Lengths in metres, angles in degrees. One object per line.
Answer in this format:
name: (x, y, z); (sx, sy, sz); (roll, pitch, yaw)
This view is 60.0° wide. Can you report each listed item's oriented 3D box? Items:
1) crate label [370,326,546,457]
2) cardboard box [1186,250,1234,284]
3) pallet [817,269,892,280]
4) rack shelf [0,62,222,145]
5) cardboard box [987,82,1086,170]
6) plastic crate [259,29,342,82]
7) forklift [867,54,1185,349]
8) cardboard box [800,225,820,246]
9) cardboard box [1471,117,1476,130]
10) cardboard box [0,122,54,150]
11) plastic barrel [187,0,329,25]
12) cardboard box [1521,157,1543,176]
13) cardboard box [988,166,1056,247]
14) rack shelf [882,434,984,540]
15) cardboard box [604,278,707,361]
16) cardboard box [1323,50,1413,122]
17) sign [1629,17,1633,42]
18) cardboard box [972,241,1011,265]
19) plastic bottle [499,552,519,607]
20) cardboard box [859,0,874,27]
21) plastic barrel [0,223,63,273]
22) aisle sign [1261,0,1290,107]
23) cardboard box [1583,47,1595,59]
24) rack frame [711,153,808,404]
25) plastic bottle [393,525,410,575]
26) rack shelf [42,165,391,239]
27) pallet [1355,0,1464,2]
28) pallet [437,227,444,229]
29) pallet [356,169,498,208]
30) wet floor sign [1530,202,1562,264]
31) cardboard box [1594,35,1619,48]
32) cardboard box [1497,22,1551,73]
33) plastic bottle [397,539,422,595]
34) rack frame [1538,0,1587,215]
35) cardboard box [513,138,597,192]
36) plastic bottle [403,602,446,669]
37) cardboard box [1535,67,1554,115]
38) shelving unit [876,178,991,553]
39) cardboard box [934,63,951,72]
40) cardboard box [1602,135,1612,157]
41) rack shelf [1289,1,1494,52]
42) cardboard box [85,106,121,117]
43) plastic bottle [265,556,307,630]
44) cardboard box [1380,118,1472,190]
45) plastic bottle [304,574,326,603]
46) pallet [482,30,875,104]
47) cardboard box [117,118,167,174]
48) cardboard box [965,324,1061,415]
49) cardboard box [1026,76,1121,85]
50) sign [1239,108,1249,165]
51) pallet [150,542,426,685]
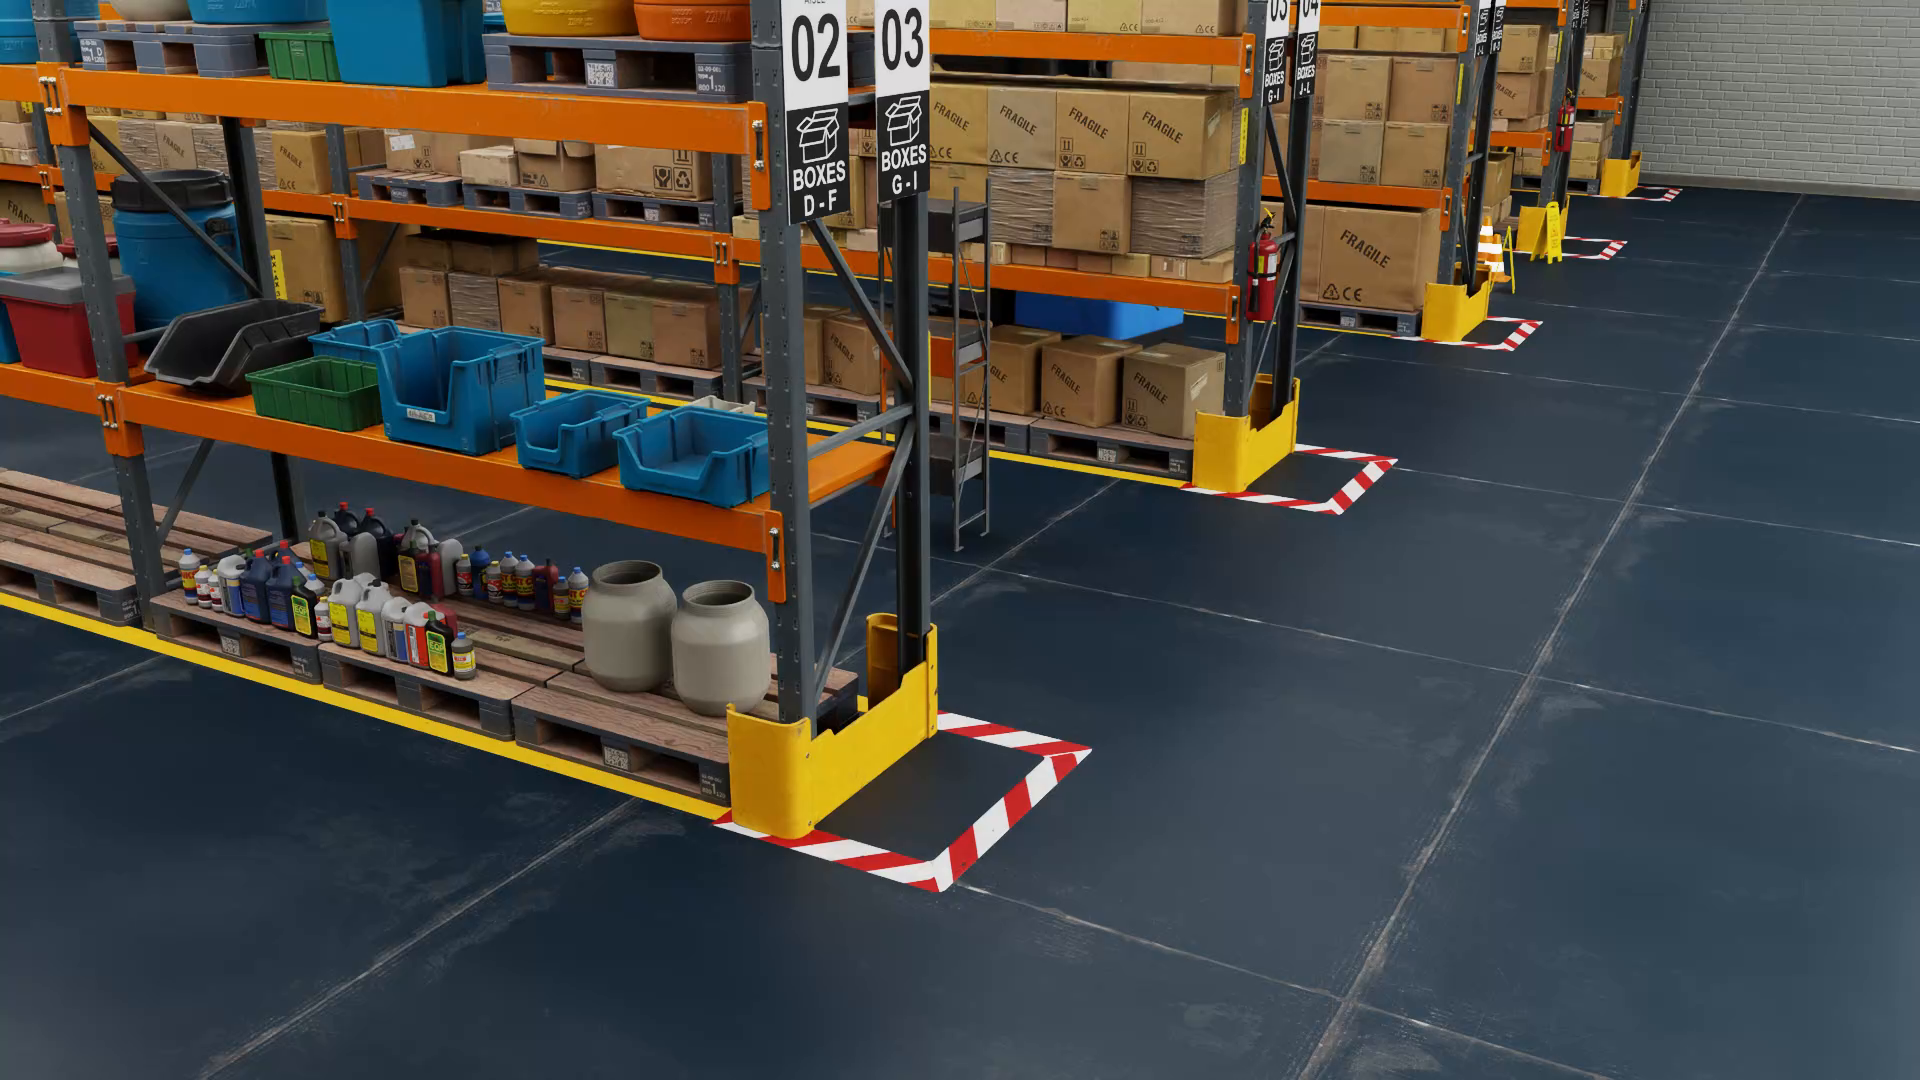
crate label: (-2.162, -0.660, 7.234); (0.616, 0.435, 0.502); (11, 23, 27)
cardboard box: (1.642, -1.760, 10.687); (0.250, 0.149, 0.380); (11, 23, 27)
pallet: (-0.773, -3.015, 17.867); (1.213, 0.211, 1.003); (11, 23, 27)
rack shelf: (-5.662, -2.488, 8.980); (4.000, 0.370, 1.077); (11, 23, 27)
cardboard box: (0.517, -2.733, 10.950); (0.500, 0.500, 0.500); (11, 23, 27)
plastic crate: (-2.671, -2.050, 7.030); (0.450, 0.188, 0.336); (11, 23, 27)
forklift: (0.459, -3.138, 14.218); (3.031, 2.935, 1.130); (17, 26, 39)
cardboard box: (-1.016, -2.235, 11.997); (0.250, 0.149, 0.380); (11, 23, 27)
cardboard box: (5.905, -4.781, 19.015); (0.250, 0.149, 0.380); (10, 22, 26)
cardboard box: (-8.998, -3.953, 16.147); (0.500, 0.250, 0.500); (10, 22, 26)
plastic barrel: (-3.099, -2.729, 7.239); (0.708, 0.901, 0.600); (11, 23, 27)
cardboard box: (8.248, -5.295, 23.481); (0.500, 0.250, 0.500); (11, 23, 27)
cardboard box: (0.615, -2.322, 11.286); (0.500, 0.500, 0.875); (11, 23, 27)
rack shelf: (-0.145, -0.344, 9.826); (0.480, 0.518, 0.431); (11, 23, 27)
cardboard box: (-2.433, -1.783, 13.402); (0.500, 0.500, 0.700); (11, 22, 27)
cardboard box: (3.669, -4.068, 14.876); (0.550, 0.550, 0.875); (11, 23, 27)
sign: (8.965, -6.817, 22.215); (0.005, 0.325, 0.100); (11, 23, 27)
cardboard box: (0.282, -1.978, 11.289); (0.250, 0.149, 0.380); (11, 23, 27)
plastic bottle: (-2.241, 0.190, 8.299); (0.097, 0.271, 0.097); (0, 20, 0)
cardboard box: (-0.339, -3.574, 11.140); (0.500, 0.250, 0.500); (10, 22, 25)
plastic barrel: (-5.285, -1.493, 9.384); (0.433, 0.535, 0.433); (0, 20, 0)
aisle sign: (1.900, -3.015, 9.965); (0.004, 0.787, 0.394); (11, 23, 27)
cardboard box: (8.565, -6.681, 22.786); (0.250, 0.149, 0.380); (11, 23, 28)
rack frame: (-1.500, -2.558, 12.517); (0.127, 3.000, 1.000); (11, 23, 27)
plastic bottle: (-2.883, 0.055, 8.653); (0.133, 0.283, 0.061); (13, 23, 31)
rack shelf: (-6.738, -3.217, 15.390); (4.000, 0.370, 1.077); (11, 23, 27)
pallet: (3.846, -4.841, 14.543); (1.213, 0.211, 1.003); (11, 23, 27)
pallet: (-6.581, -4.138, 20.963); (1.213, 0.211, 1.003); (11, 23, 27)
pallet: (-4.318, -3.046, 14.144); (1.003, 0.211, 1.213); (11, 23, 27)
wet floor sign: (6.469, -3.386, 18.253); (0.267, 0.644, 0.232); (-16, 26, -38)
cardboard box: (8.827, -6.810, 22.705); (0.250, 0.149, 0.380); (11, 23, 27)
cardboard box: (6.272, -5.519, 18.633); (0.500, 0.500, 0.700); (10, 22, 26)
plastic bottle: (-2.791, 0.129, 8.450); (0.133, 0.283, 0.061); (11, 23, 27)
rack frame: (6.825, -4.843, 18.816); (0.127, 3.000, 1.000); (11, 23, 27)
cardboard box: (-3.059, -3.064, 13.147); (0.637, 0.503, 0.797); (13, 24, 33)
plastic bottle: (-2.447, 0.431, 7.628); (0.135, 0.276, 0.152); (11, 23, 28)
cardboard box: (6.547, -5.191, 19.193); (0.500, 0.500, 0.500); (10, 22, 26)
shelving unit: (-0.144, -1.015, 9.583); (0.503, 2.100, 0.431); (11, 23, 27)
cardboard box: (0.121, -4.700, 16.811); (0.500, 0.500, 0.700); (10, 22, 26)
cardboard box: (8.933, -5.601, 23.590); (0.500, 0.250, 0.500); (11, 23, 28)
rack shelf: (2.753, -4.757, 15.236); (4.000, 0.370, 1.077); (11, 23, 27)
cardboard box: (-7.923, -4.303, 15.711); (0.637, 0.503, 0.797); (10, 22, 26)
plastic bottle: (-3.249, 0.244, 8.032); (0.185, 0.351, 0.144); (10, 22, 25)
cardboard box: (4.153, -3.471, 14.815); (0.550, 0.550, 0.875); (11, 23, 27)
plastic bottle: (-3.102, 0.295, 8.009); (0.097, 0.271, 0.097); (0, 20, 0)
pallet: (-1.098, -1.906, 6.599); (1.213, 0.211, 1.003); (11, 23, 27)
cardboard box: (-7.329, -3.617, 15.292); (0.500, 0.500, 0.500); (10, 22, 26)
cardboard box: (0.379, -1.223, 11.886); (0.500, 0.500, 0.500); (13, 24, 32)
cardboard box: (0.774, -2.890, 11.384); (0.500, 0.500, 0.500); (11, 23, 27)
sign: (1.704, -2.423, 9.986); (0.005, 0.325, 0.100); (11, 23, 27)
pallet: (-3.350, 0.352, 8.586); (1.213, 0.211, 1.003); (11, 23, 27)
